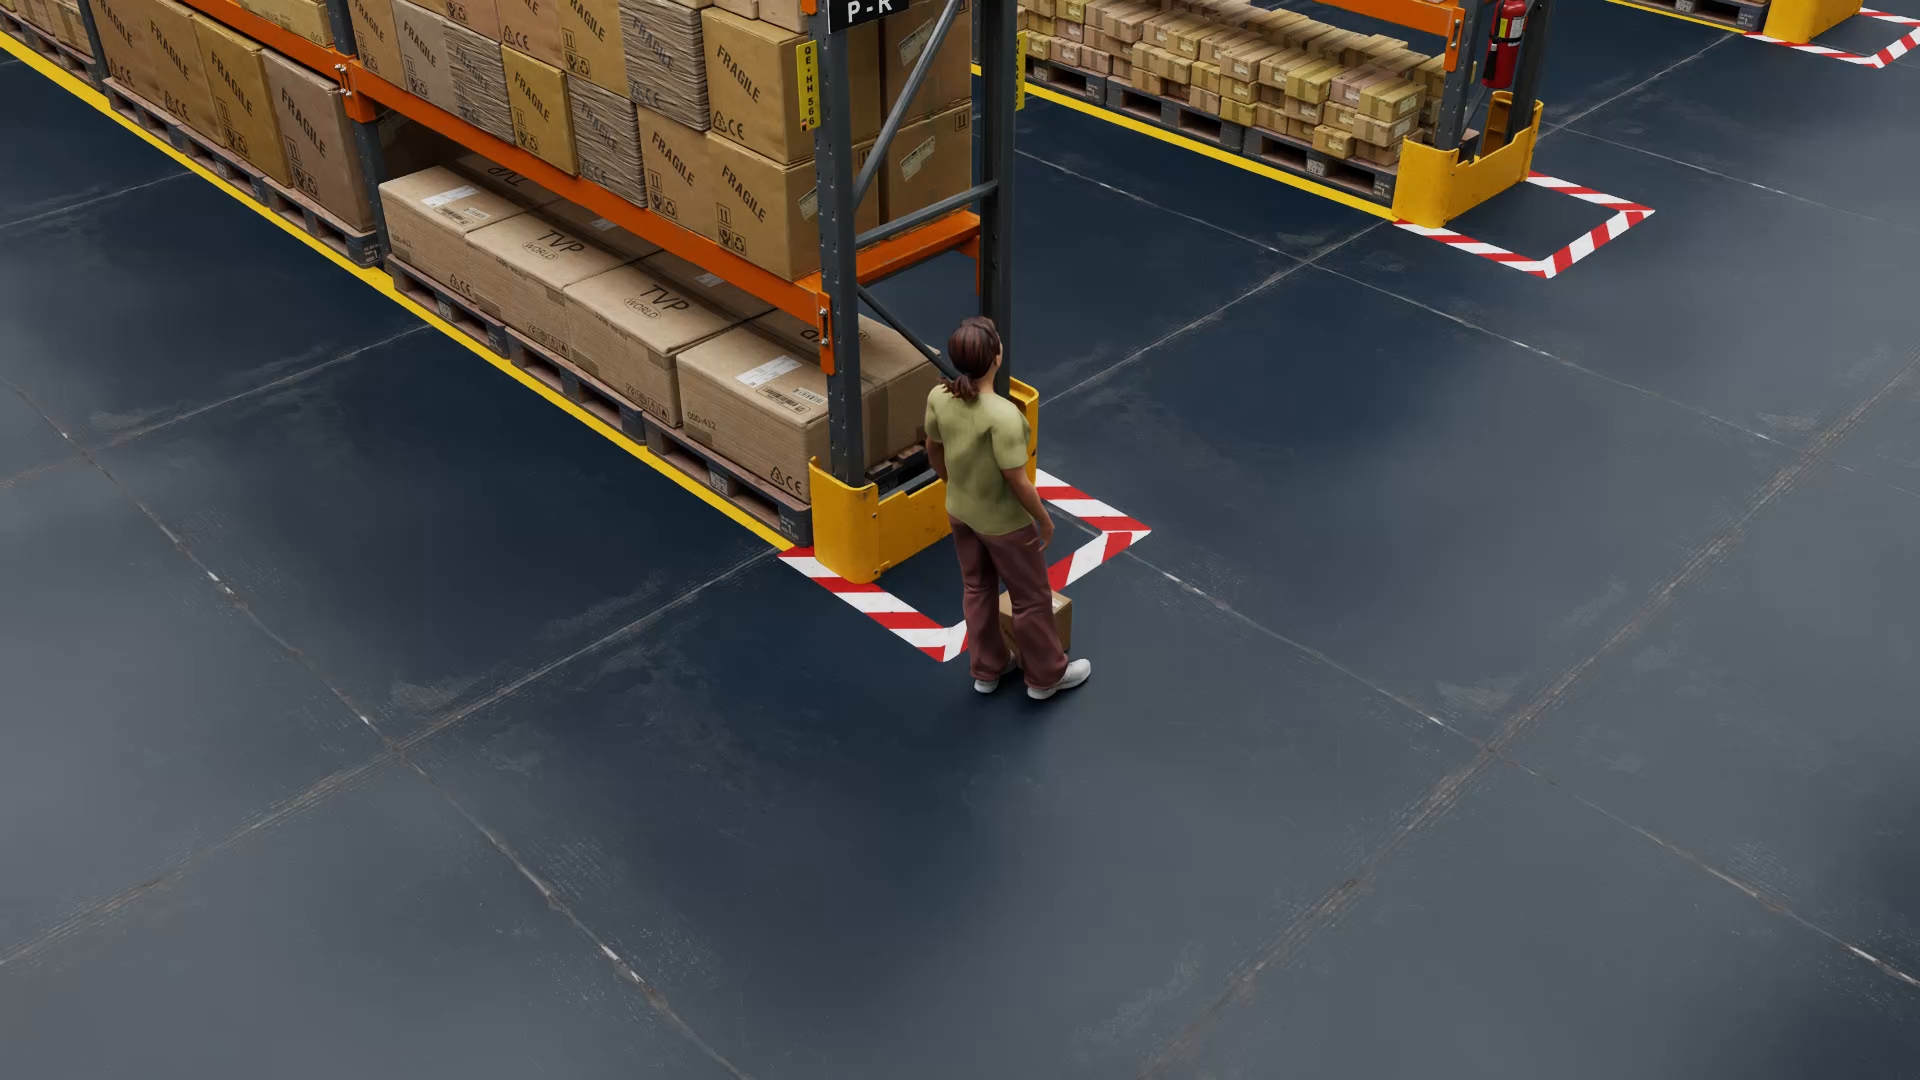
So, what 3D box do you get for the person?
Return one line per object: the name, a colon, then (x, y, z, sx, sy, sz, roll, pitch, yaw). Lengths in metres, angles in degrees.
person: (0.168, -0.122, 6.303, 0.550, 1.674, 0.549, 28, 44, 33)
